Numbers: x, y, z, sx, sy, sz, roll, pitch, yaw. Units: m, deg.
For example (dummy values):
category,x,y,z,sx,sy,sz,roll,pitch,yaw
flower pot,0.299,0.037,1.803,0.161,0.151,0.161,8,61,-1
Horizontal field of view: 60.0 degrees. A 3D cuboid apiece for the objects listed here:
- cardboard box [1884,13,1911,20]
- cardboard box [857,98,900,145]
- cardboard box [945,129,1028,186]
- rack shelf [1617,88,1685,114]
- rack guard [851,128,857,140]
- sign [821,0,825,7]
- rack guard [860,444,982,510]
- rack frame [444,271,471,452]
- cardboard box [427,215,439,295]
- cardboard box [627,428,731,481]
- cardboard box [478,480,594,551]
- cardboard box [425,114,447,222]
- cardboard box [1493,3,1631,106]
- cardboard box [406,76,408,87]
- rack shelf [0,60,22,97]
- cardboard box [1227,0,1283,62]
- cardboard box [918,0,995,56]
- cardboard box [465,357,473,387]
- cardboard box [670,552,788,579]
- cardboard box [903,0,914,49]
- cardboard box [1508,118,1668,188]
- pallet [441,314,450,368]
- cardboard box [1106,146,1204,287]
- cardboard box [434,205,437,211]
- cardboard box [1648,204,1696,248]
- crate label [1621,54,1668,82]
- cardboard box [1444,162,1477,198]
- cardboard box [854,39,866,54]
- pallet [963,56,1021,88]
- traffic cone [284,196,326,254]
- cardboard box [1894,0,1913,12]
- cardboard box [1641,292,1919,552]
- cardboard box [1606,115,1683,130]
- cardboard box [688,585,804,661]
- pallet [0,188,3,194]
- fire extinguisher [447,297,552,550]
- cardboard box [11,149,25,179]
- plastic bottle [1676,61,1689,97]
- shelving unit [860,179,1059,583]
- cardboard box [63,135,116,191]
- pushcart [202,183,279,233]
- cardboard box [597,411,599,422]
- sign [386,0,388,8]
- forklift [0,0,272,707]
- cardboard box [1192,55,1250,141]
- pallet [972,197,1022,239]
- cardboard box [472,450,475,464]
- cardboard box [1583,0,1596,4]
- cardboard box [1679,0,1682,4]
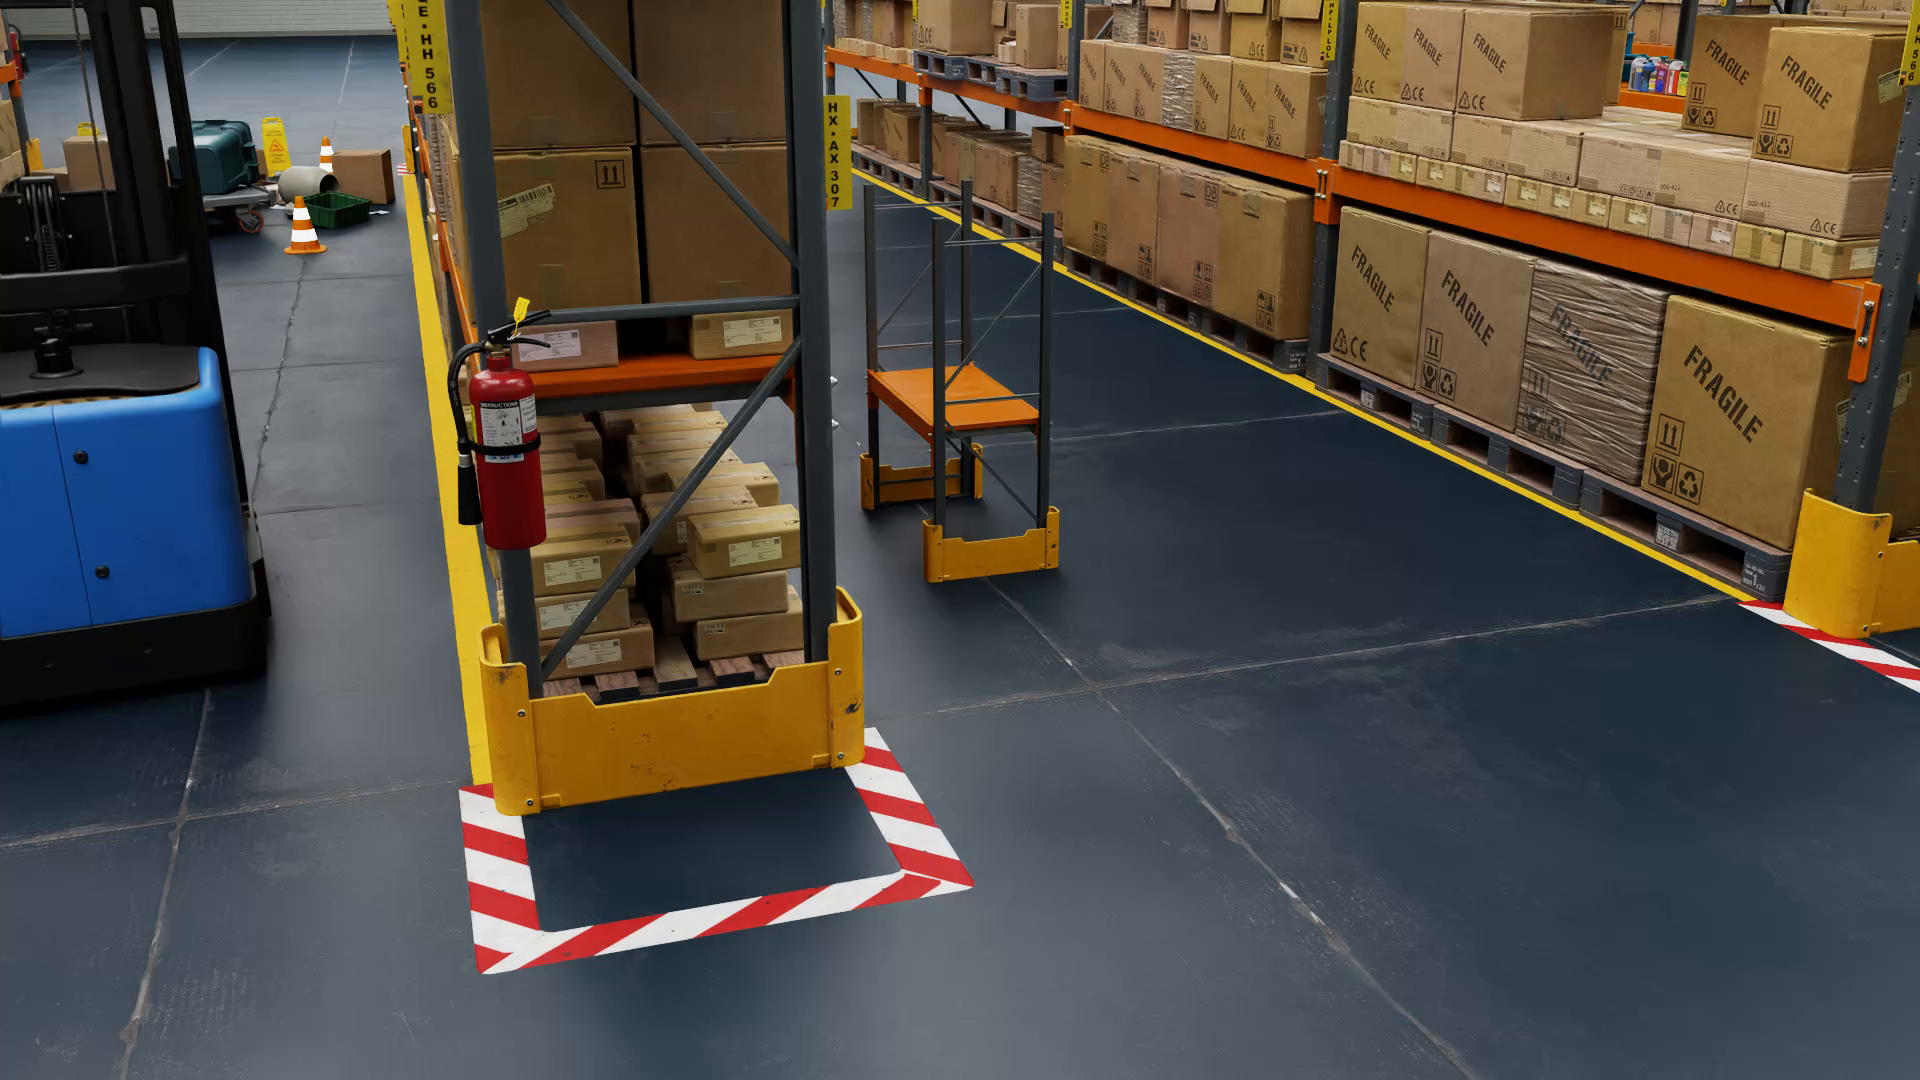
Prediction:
category,x,y,z,sx,sy,sz,roll,pitch,yaw
cardboard box,10.209,-5.353,17.735,0.500,0.500,0.500,-8,21,-20
cardboard box,-0.987,-5.104,20.267,0.500,0.500,0.500,-3,20,-7
cardboard box,0.262,-3.833,16.698,0.700,0.500,0.500,-8,21,-21
rack shelf,6.677,-3.264,13.130,1.077,0.370,4.000,-6,21,-17
rack guard,-1.144,-5.085,20.833,1.175,0.500,0.348,-6,21,-17
sign,-1.683,-6.635,20.171,0.100,0.325,0.005,-6,21,-17
rack guard,-0.180,-0.302,7.887,0.587,0.250,0.087,-6,21,-17
rack frame,-2.136,-1.940,8.380,1.000,3.000,0.127,-6,21,-17
cardboard box,-3.413,-1.991,11.598,0.500,0.500,0.500,-7,21,-20
cardboard box,-1.114,-0.327,6.607,0.380,0.149,0.250,-6,20,-15
cardboard box,-1.512,-0.091,5.950,0.380,0.149,0.250,-7,21,-18
cardboard box,-1.933,-1.618,6.895,0.500,0.500,0.500,-7,21,-18
cardboard box,3.156,-2.576,8.825,0.500,0.500,0.500,-6,21,-17
cardboard box,-4.741,-4.357,14.961,0.500,0.500,0.500,-6,21,-17
rack shelf,-9.947,-4.252,15.881,1.077,0.370,4.000,-6,21,-17
cardboard box,2.191,-3.379,10.755,0.797,0.503,0.637,-6,21,-17
cardboard box,0.207,-5.212,15.981,1.000,1.000,1.000,-6,21,-17
cardboard box,-2.194,-0.849,8.058,0.380,0.149,0.250,-5,20,-15
cardboard box,-0.832,0.059,5.972,0.380,0.149,0.250,-6,21,-17
cardboard box,-0.117,-5.504,17.715,0.875,0.500,0.500,-6,21,-17
cardboard box,2.970,-1.840,7.885,0.500,0.250,0.500,-6,21,-17
pallet,-2.769,-1.269,10.638,1.003,0.211,1.213,-6,21,-17
cardboard box,1.817,-2.405,12.197,1.225,0.875,0.875,-6,21,-17
cardboard box,-2.358,-1.696,8.073,0.380,0.149,0.250,-6,21,-15
cardboard box,3.198,-1.356,7.127,0.380,0.149,0.250,-6,21,-16
crate label,6.272,-4.341,15.311,0.303,0.233,0.416,-6,21,-17
cardboard box,2.712,-1.851,8.504,0.380,0.149,0.250,-7,21,-18
cardboard box,-1.009,-5.727,19.296,0.380,0.149,0.250,-6,21,-17
pallet,0.686,-4.259,15.120,1.003,0.211,1.213,-6,21,-17
traffic cone,-5.663,-2.722,14.311,0.336,0.463,0.334,-6,21,-17
cardboard box,13.280,-7.480,22.888,0.500,0.500,0.500,-6,21,-16
cardboard box,3.584,-0.545,7.019,0.875,0.875,0.875,-6,21,-17
cardboard box,3.474,-1.898,8.044,0.500,0.250,0.500,-7,21,-18
cardboard box,-0.740,0.286,5.780,0.380,0.149,0.250,-6,21,-16
pallet,-9.950,-3.240,16.126,1.003,0.211,1.213,-6,21,-17
fire extinguisher,-1.238,-0.315,4.521,0.296,0.674,0.183,-6,21,-17
cardboard box,-10.058,-3.897,17.276,0.500,0.250,0.500,-6,21,-17
plastic bottle,6.022,-3.820,13.787,0.061,0.283,0.133,-6,21,-17
shelving unit,-0.024,-0.730,7.231,0.587,1.500,1.083,-6,21,-17
cardboard box,-7.638,-3.327,14.821,0.500,0.500,0.500,-6,21,-17
pushcart,-7.169,-2.973,15.135,1.648,0.377,0.936,-15,25,-36
cardboard box,-1.453,-0.528,7.606,0.380,0.149,0.250,-6,21,-16
sign,-6.437,-6.178,18.783,0.100,0.325,0.005,-6,21,-17
forklift,-3.576,-1.258,6.582,1.130,2.935,3.031,-9,21,-23
cardboard box,1.878,-2.929,10.986,0.500,0.500,0.500,-7,21,-18
pallet,0.723,-3.047,15.589,1.003,0.211,1.213,-6,21,-17
cardboard box,-1.832,-0.292,6.949,0.380,0.149,0.250,-6,21,-17
cardboard box,8.693,-6.905,22.054,0.700,0.500,0.500,-6,21,-17
cardboard box,9.046,-6.633,20.339,0.380,0.149,0.250,-7,21,-19
